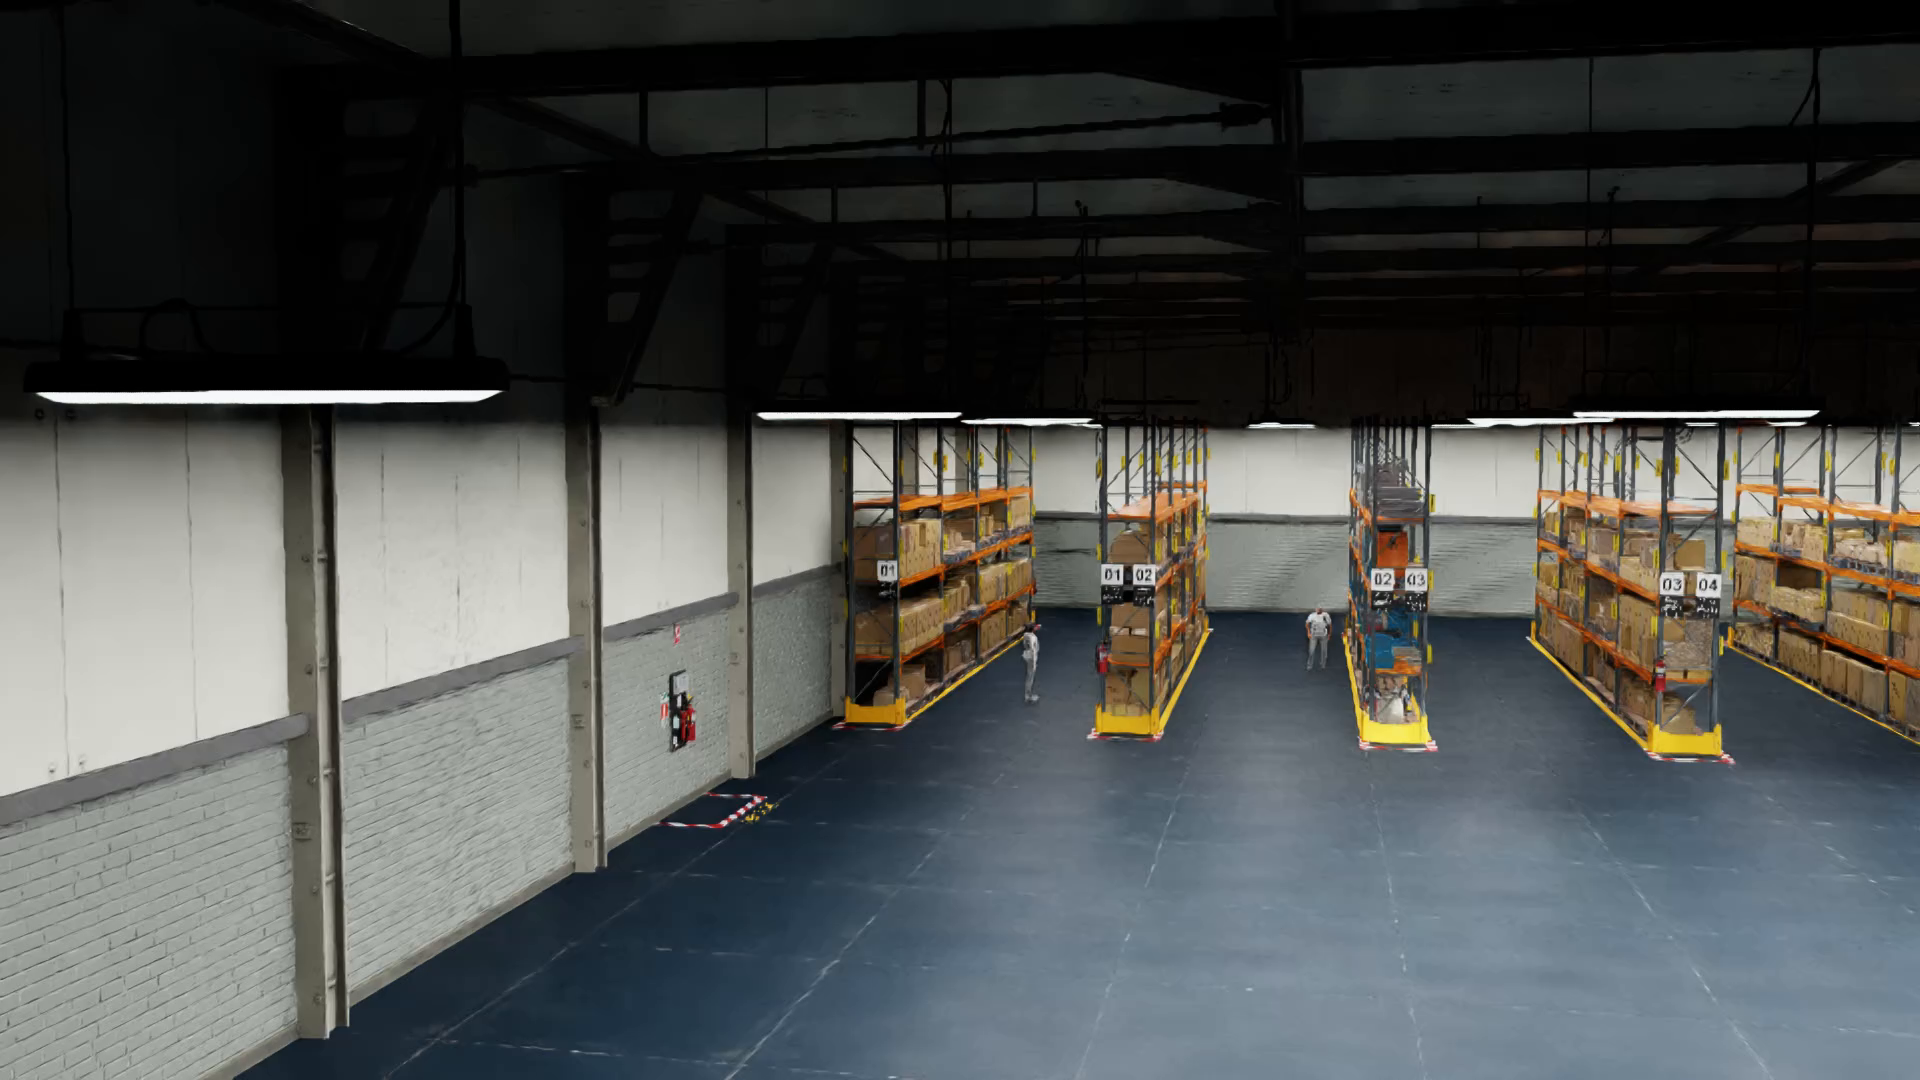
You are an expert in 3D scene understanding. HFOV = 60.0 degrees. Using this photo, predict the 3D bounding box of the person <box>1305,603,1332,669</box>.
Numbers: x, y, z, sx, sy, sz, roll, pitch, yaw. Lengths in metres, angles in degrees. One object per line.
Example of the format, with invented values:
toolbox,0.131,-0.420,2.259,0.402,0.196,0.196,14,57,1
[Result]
person,8.550,2.287,39.633,0.626,1.610,0.578,1,4,10

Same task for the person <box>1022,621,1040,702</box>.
person,1.522,2.541,35.026,0.416,1.677,0.537,-1,4,-18
